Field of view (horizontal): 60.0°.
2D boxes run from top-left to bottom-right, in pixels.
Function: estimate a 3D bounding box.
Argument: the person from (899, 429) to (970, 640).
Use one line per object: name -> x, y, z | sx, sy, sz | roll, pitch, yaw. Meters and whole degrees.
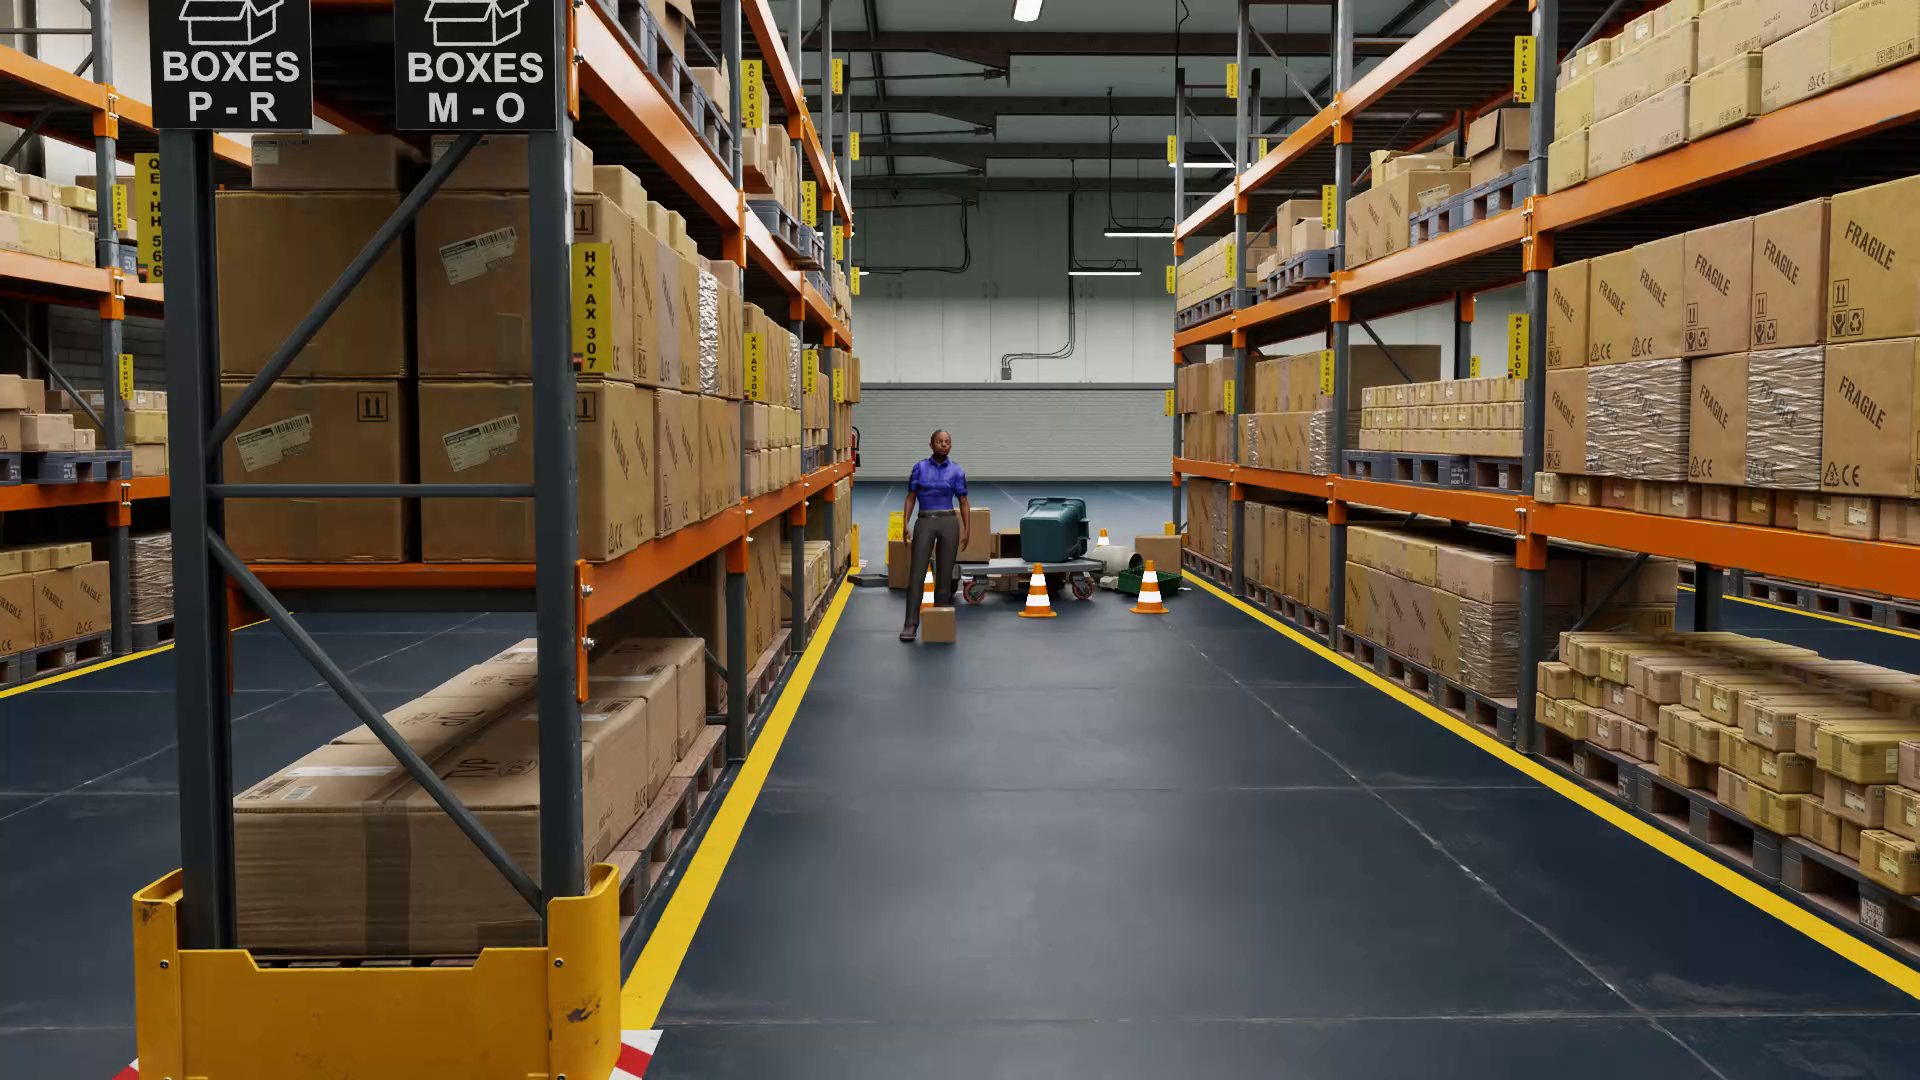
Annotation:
person -> -0.201, -0.053, 13.203 | 0.569, 1.654, 0.504 | 0, 4, -1
